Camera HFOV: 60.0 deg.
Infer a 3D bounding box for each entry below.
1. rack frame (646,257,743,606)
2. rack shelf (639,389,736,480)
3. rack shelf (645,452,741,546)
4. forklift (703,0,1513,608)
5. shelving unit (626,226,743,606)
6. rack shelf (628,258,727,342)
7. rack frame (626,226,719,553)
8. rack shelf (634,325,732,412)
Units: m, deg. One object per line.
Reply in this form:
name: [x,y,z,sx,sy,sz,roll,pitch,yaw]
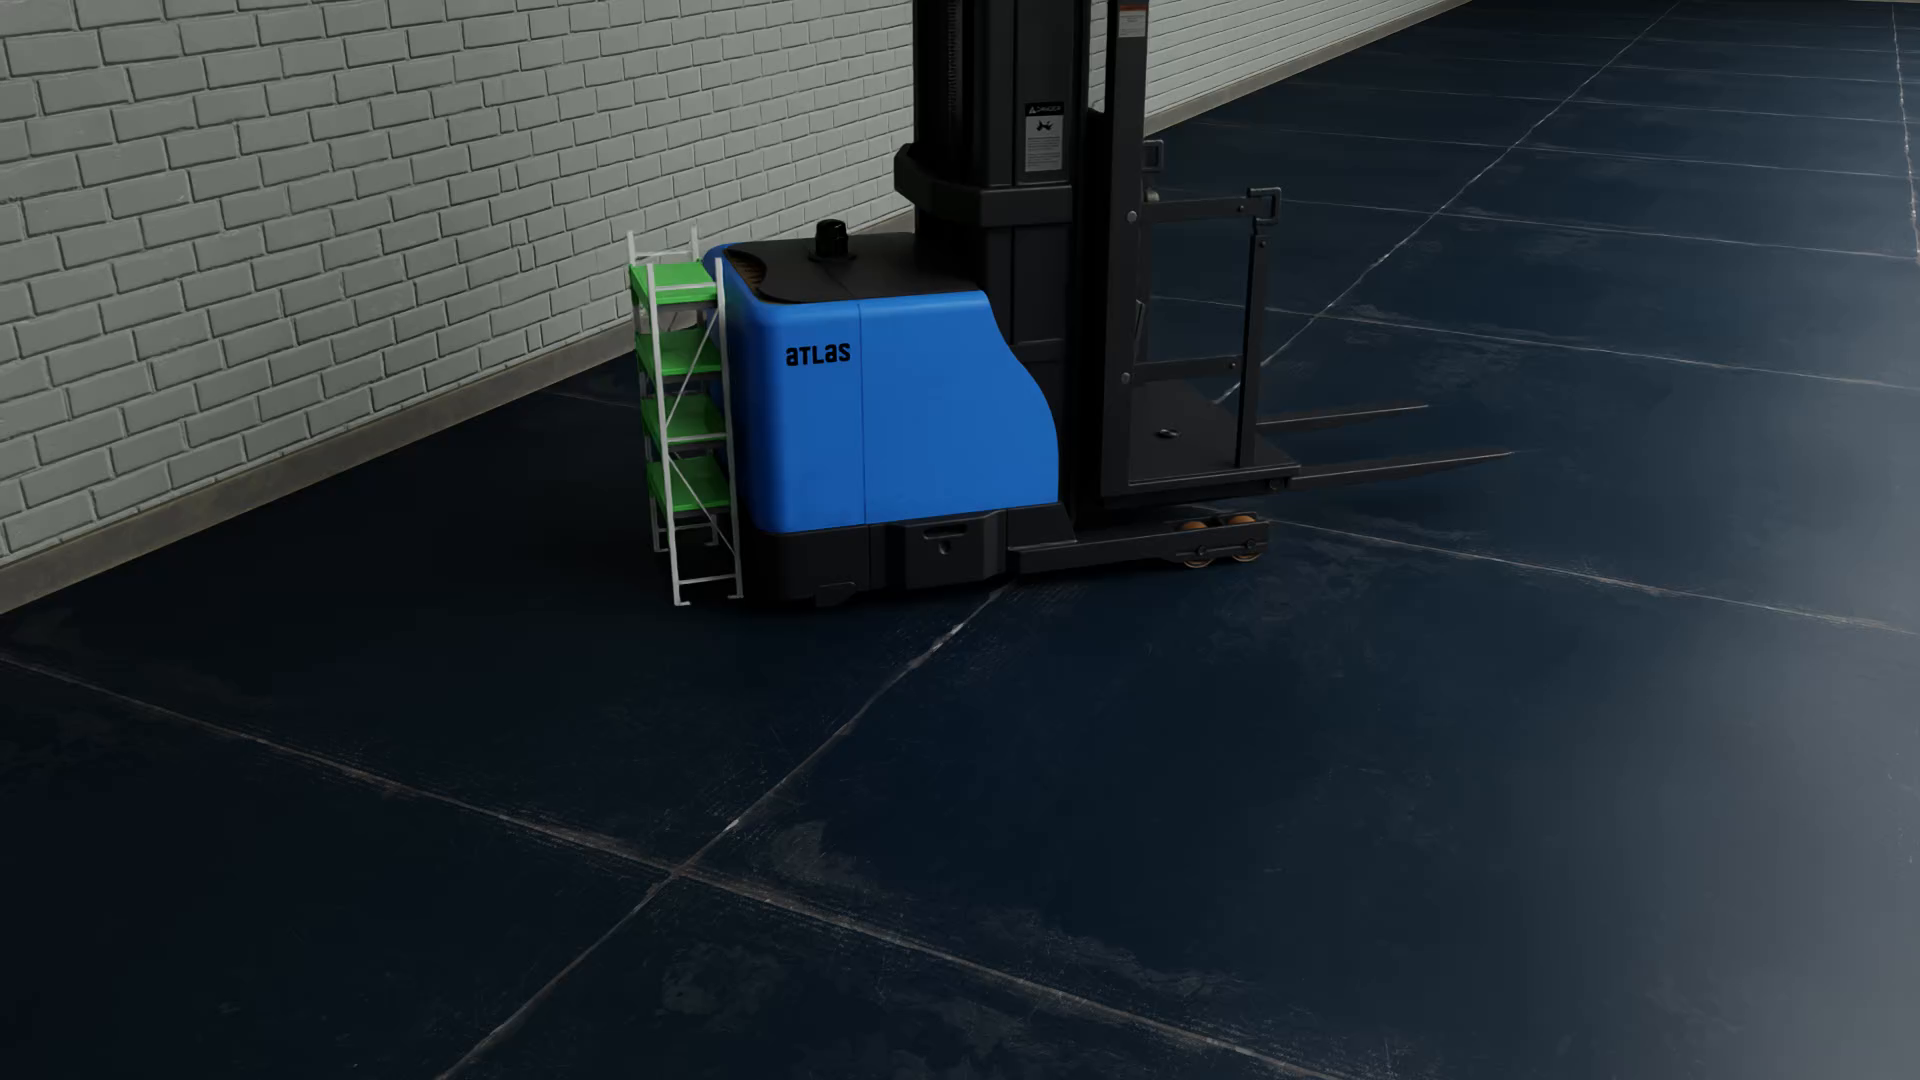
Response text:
rack frame: [-0.878,-0.340,5.547,0.240,1.200,0.015,-8,24,-16]
rack shelf: [-0.951,-0.372,5.786,0.258,0.148,0.480,-8,24,-16]
rack shelf: [-0.949,-0.152,5.881,0.258,0.148,0.480,-8,24,-16]
forklift: [0.624,-1.436,5.916,3.031,2.935,1.130,-7,24,-16]
shelving unit: [-0.951,-0.431,5.761,0.258,1.200,0.503,-8,24,-16]
rack shelf: [-0.955,-0.814,5.598,0.258,0.148,0.480,-8,24,-16]
rack frame: [-1.025,-0.522,5.975,0.240,1.200,0.015,-8,24,-16]
rack shelf: [-0.953,-0.593,5.692,0.258,0.148,0.480,-8,24,-16]
